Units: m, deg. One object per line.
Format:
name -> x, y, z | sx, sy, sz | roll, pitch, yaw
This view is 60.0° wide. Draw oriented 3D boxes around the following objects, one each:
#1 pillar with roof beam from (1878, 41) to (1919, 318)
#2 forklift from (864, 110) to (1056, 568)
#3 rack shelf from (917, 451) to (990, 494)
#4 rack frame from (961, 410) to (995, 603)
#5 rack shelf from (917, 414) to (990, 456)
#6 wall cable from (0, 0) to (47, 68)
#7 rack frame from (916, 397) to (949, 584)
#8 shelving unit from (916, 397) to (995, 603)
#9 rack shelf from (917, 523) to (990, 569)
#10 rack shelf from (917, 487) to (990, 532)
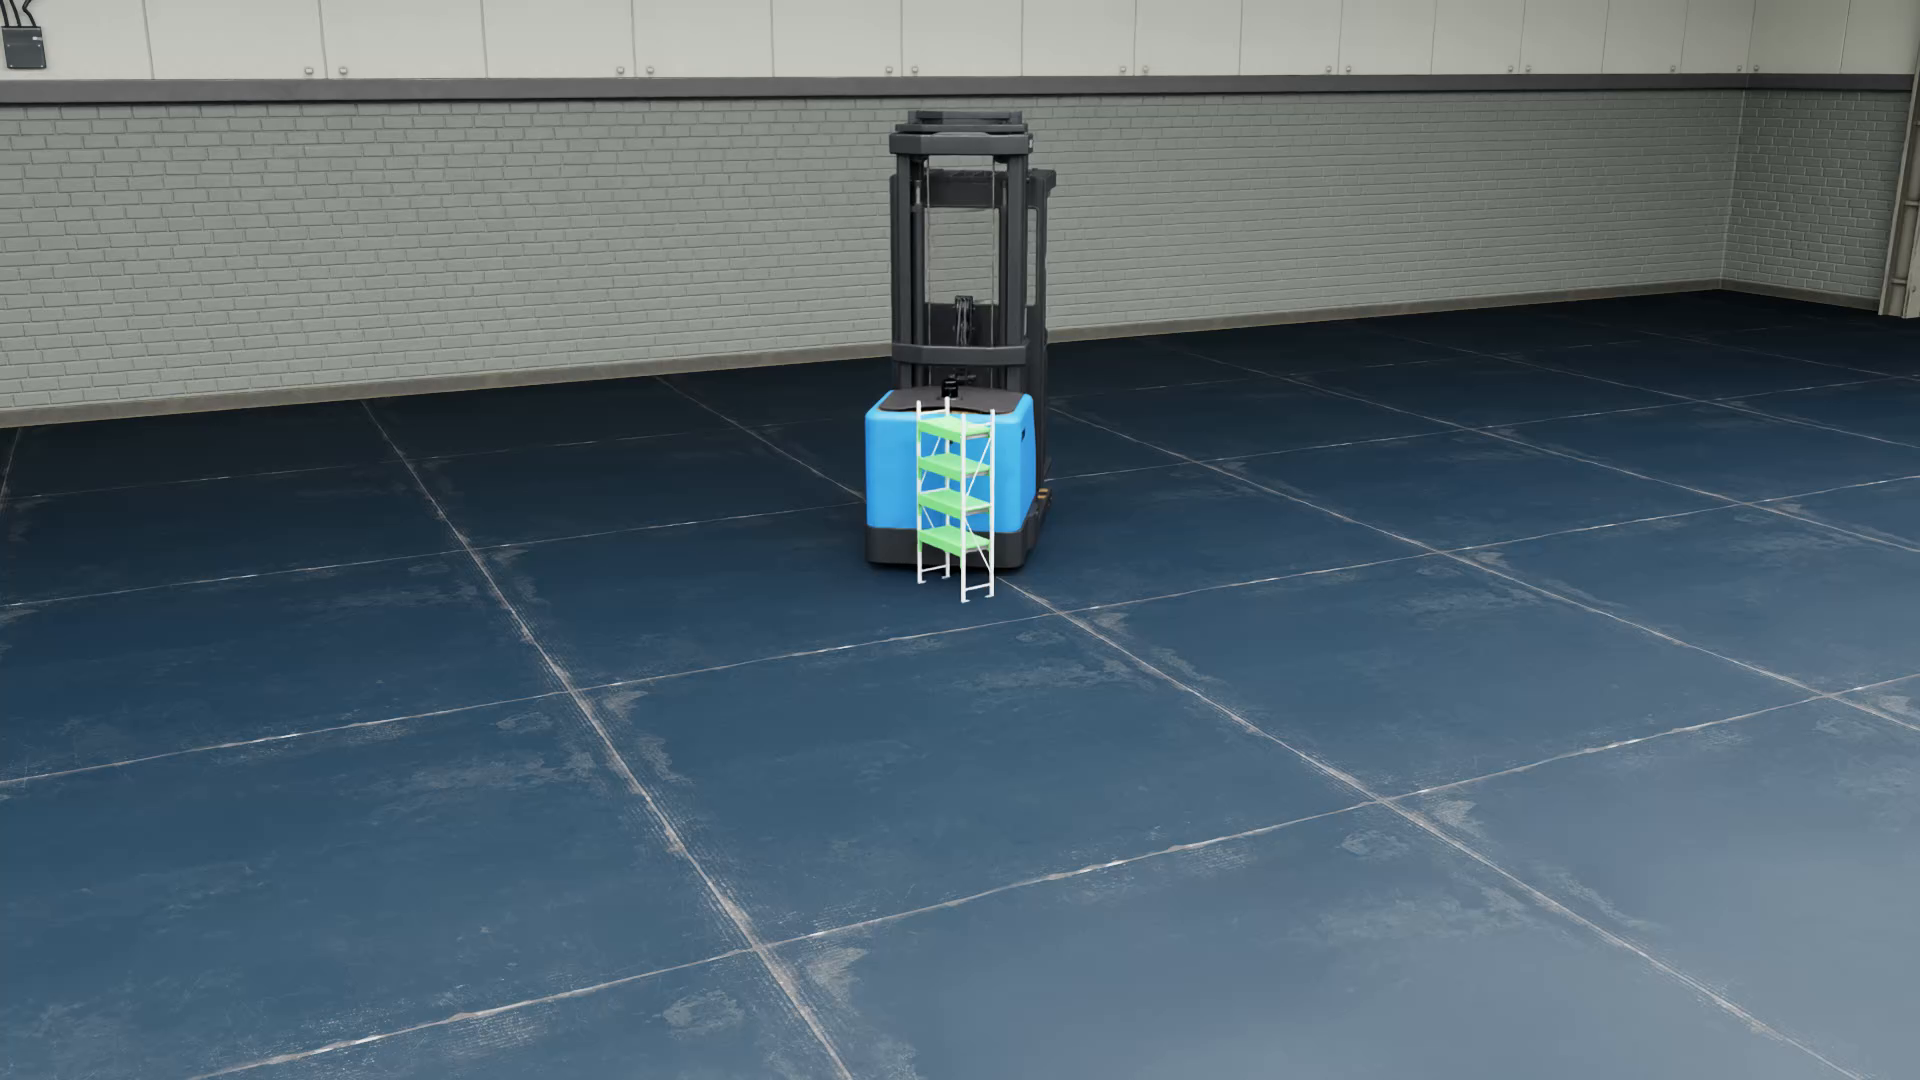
pillar with roof beam -> 8.657, -6.800, 19.133 | 9.100, 9.000, 0.400 | -8, 18, -25
forklift -> 0.095, -1.585, 11.962 | 1.130, 2.935, 3.031 | 2, 16, 8
rack shelf -> -0.031, -0.426, 10.423 | 0.258, 0.148, 0.480 | -11, 19, -34
rack frame -> 0.110, -0.202, 10.280 | 0.240, 1.200, 0.015 | -11, 19, -34
rack shelf -> -0.031, -0.657, 10.357 | 0.258, 0.148, 0.480 | -11, 19, -34
wall cable -> -7.350, -7.182, 14.298 | 2.305, 6.003, 0.169 | -8, 18, -25
rack frame -> -0.172, -0.312, 10.663 | 0.240, 1.200, 0.015 | -11, 19, -34
shelving unit -> -0.031, -0.257, 10.472 | 0.258, 1.200, 0.503 | -11, 19, -34
rack shelf -> -0.031, 0.035, 10.556 | 0.258, 0.148, 0.480 | -11, 19, -34
rack shelf -> -0.031, -0.196, 10.489 | 0.258, 0.148, 0.480 | -11, 19, -34
